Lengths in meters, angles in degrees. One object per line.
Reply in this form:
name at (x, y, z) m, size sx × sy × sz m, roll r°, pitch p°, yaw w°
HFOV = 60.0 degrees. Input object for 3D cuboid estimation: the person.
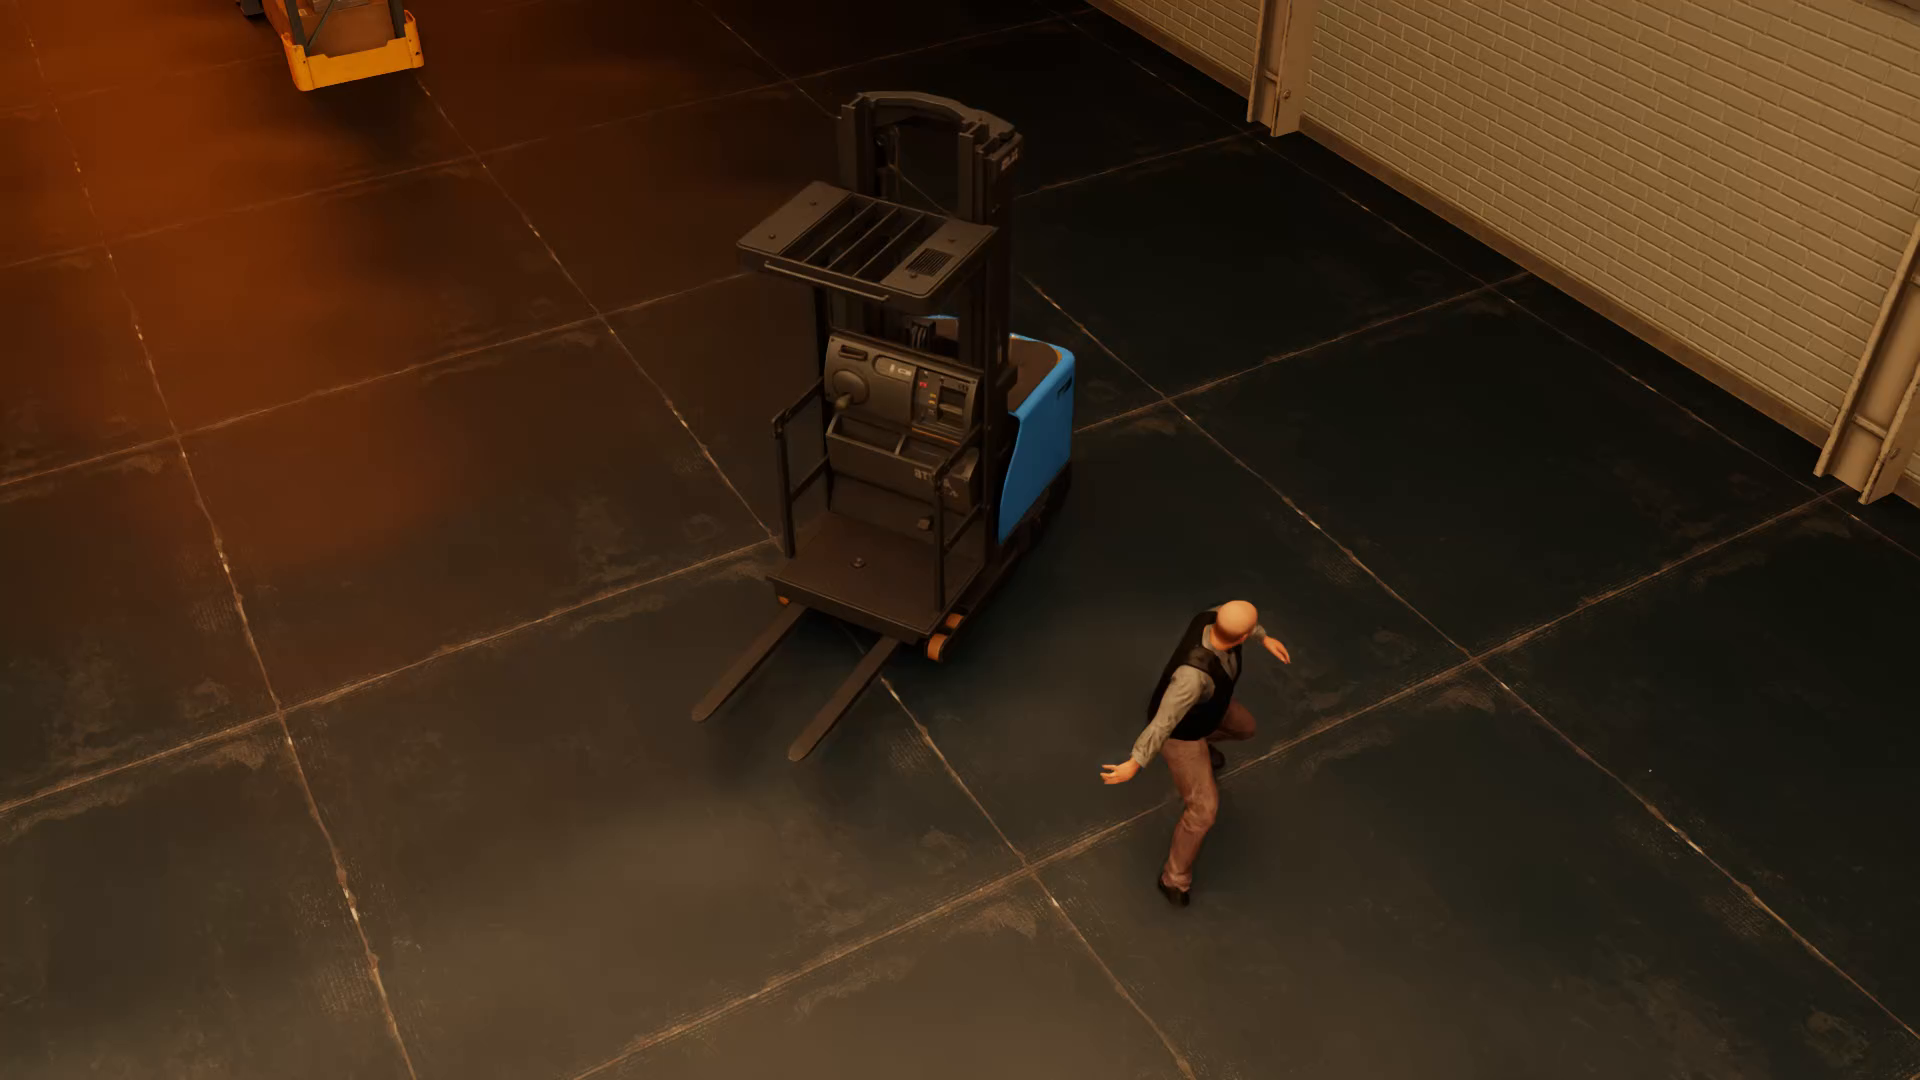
person at (1.152, 0.929, 8.065) m, size 0.547 × 1.665 × 1.117 m, roll 21°, pitch 44°, yaw 23°

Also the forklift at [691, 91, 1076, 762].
forklift at (-0.425, -0.762, 8.954) m, size 1.130 × 2.935 × 3.031 m, roll 19°, pitch 43°, yaw 21°
